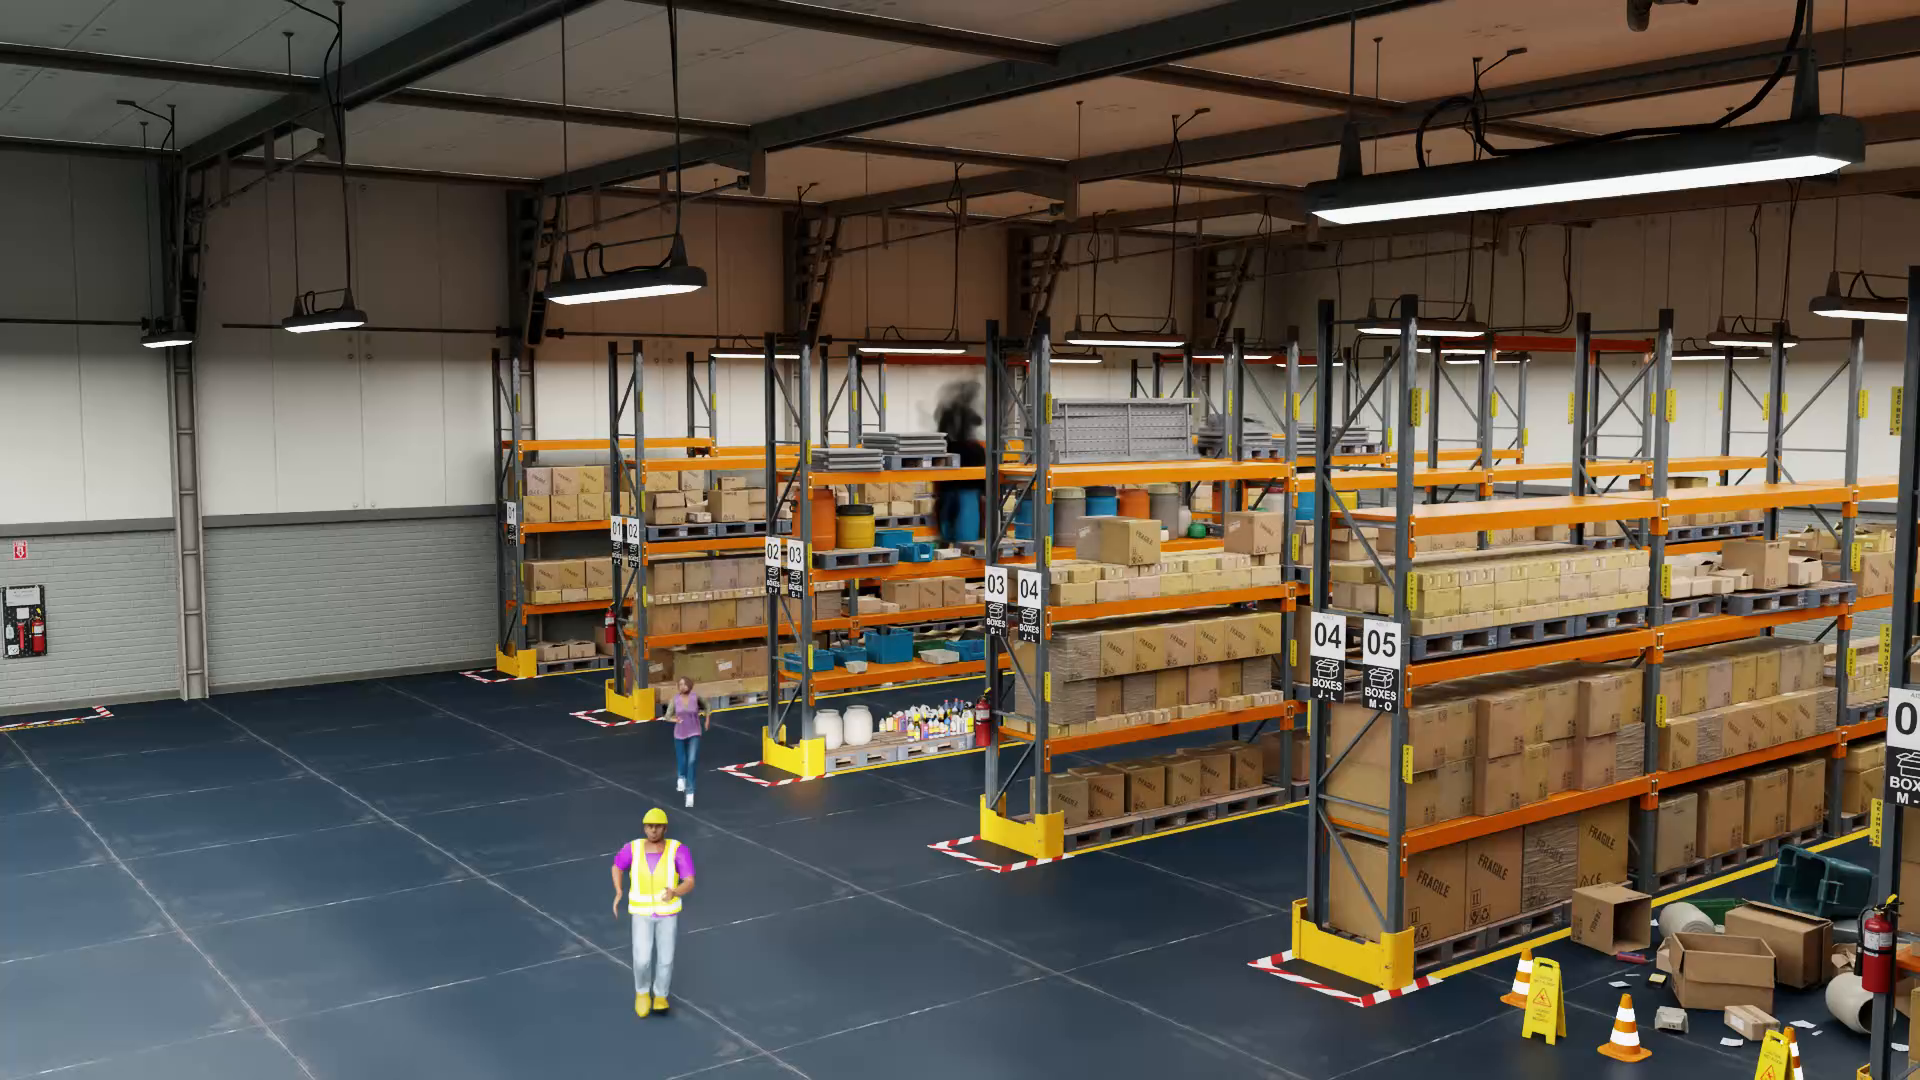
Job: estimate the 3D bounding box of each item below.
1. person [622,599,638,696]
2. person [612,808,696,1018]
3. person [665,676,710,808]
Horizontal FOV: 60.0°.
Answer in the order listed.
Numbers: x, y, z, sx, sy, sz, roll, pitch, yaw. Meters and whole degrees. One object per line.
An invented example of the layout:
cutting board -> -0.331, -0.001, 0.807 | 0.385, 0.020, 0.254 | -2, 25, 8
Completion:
person -> -5.529, 1.819, 28.330 | 0.964, 1.654, 0.585 | -5, 7, -43
person -> -2.523, 3.082, 13.716 | 0.686, 1.736, 0.667 | -1, 5, -10
person -> -3.455, 2.513, 21.134 | 0.550, 1.628, 0.850 | 0, 5, -3
